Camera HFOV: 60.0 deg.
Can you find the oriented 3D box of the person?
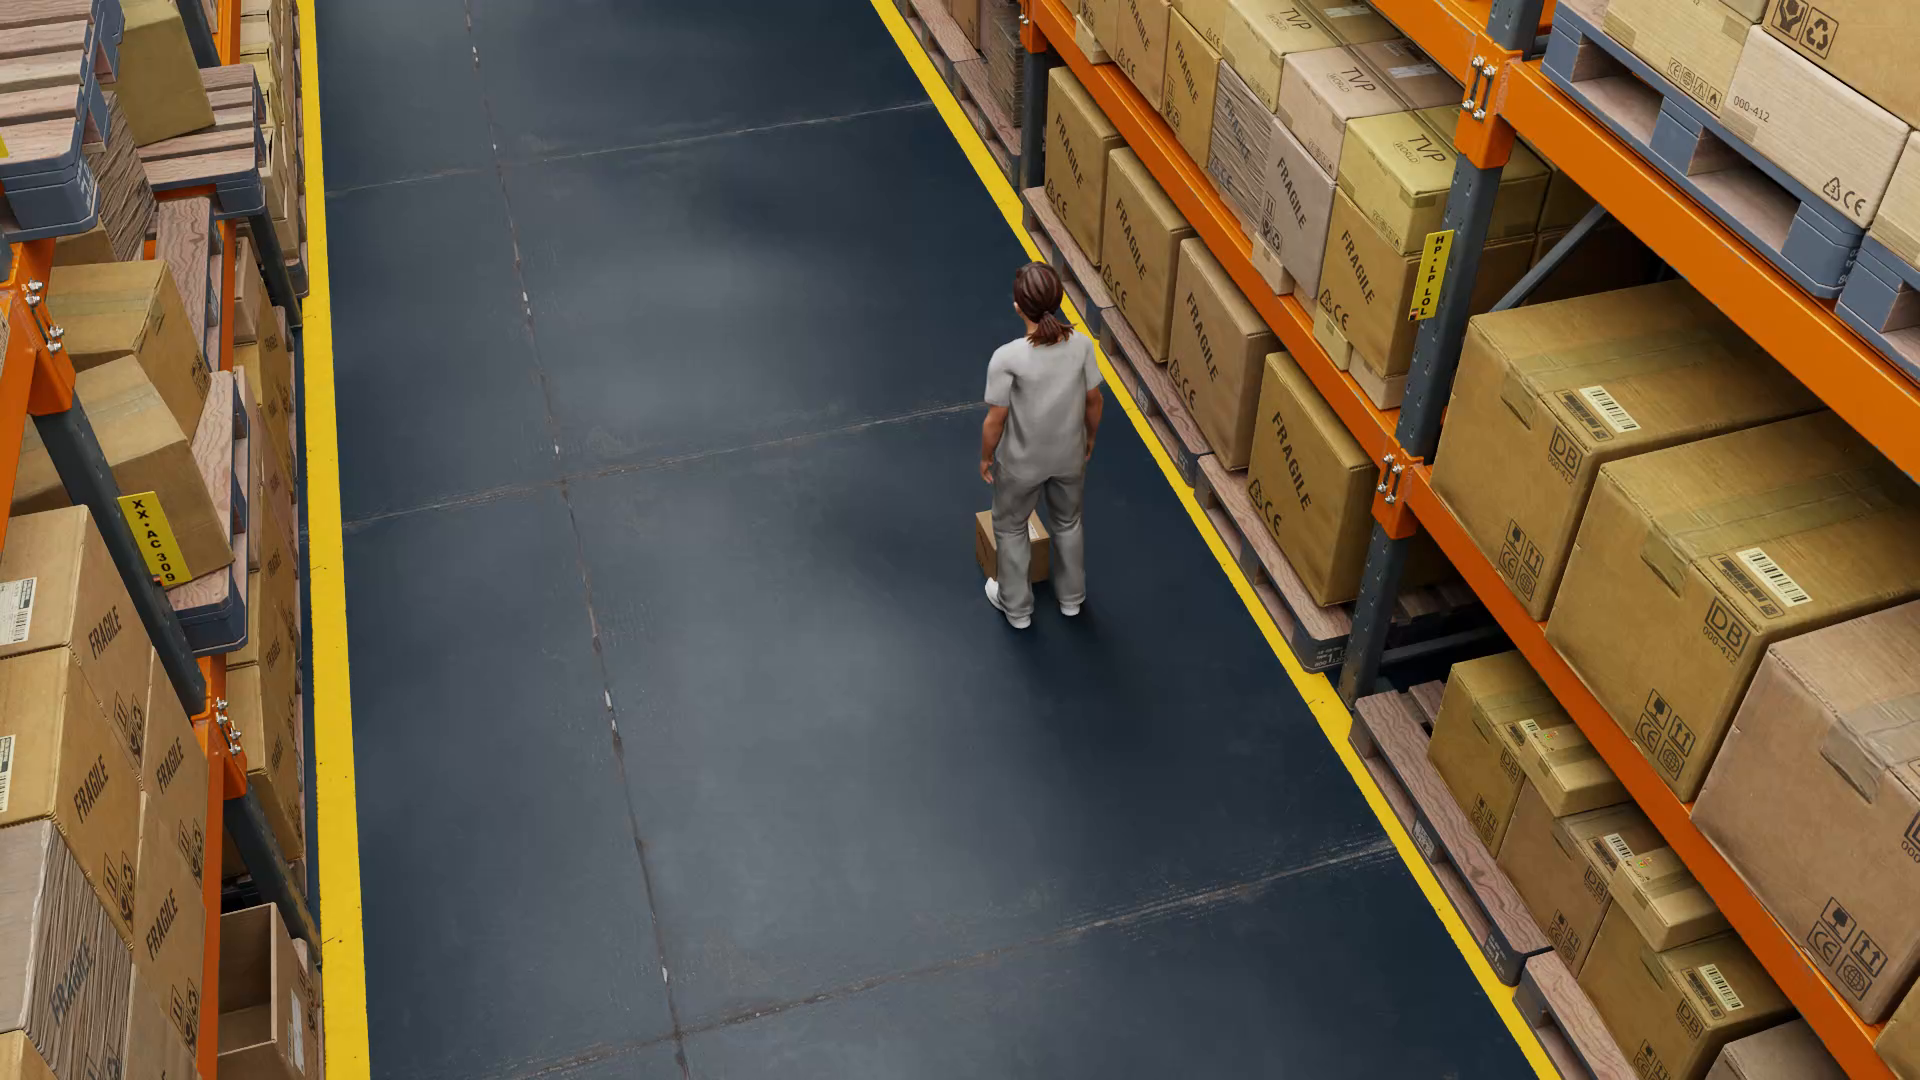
[{"bbox_3d":[0.310,-0.340,6.534,0.485,1.673,0.360,-12,44,-13],"label":"person"}]
